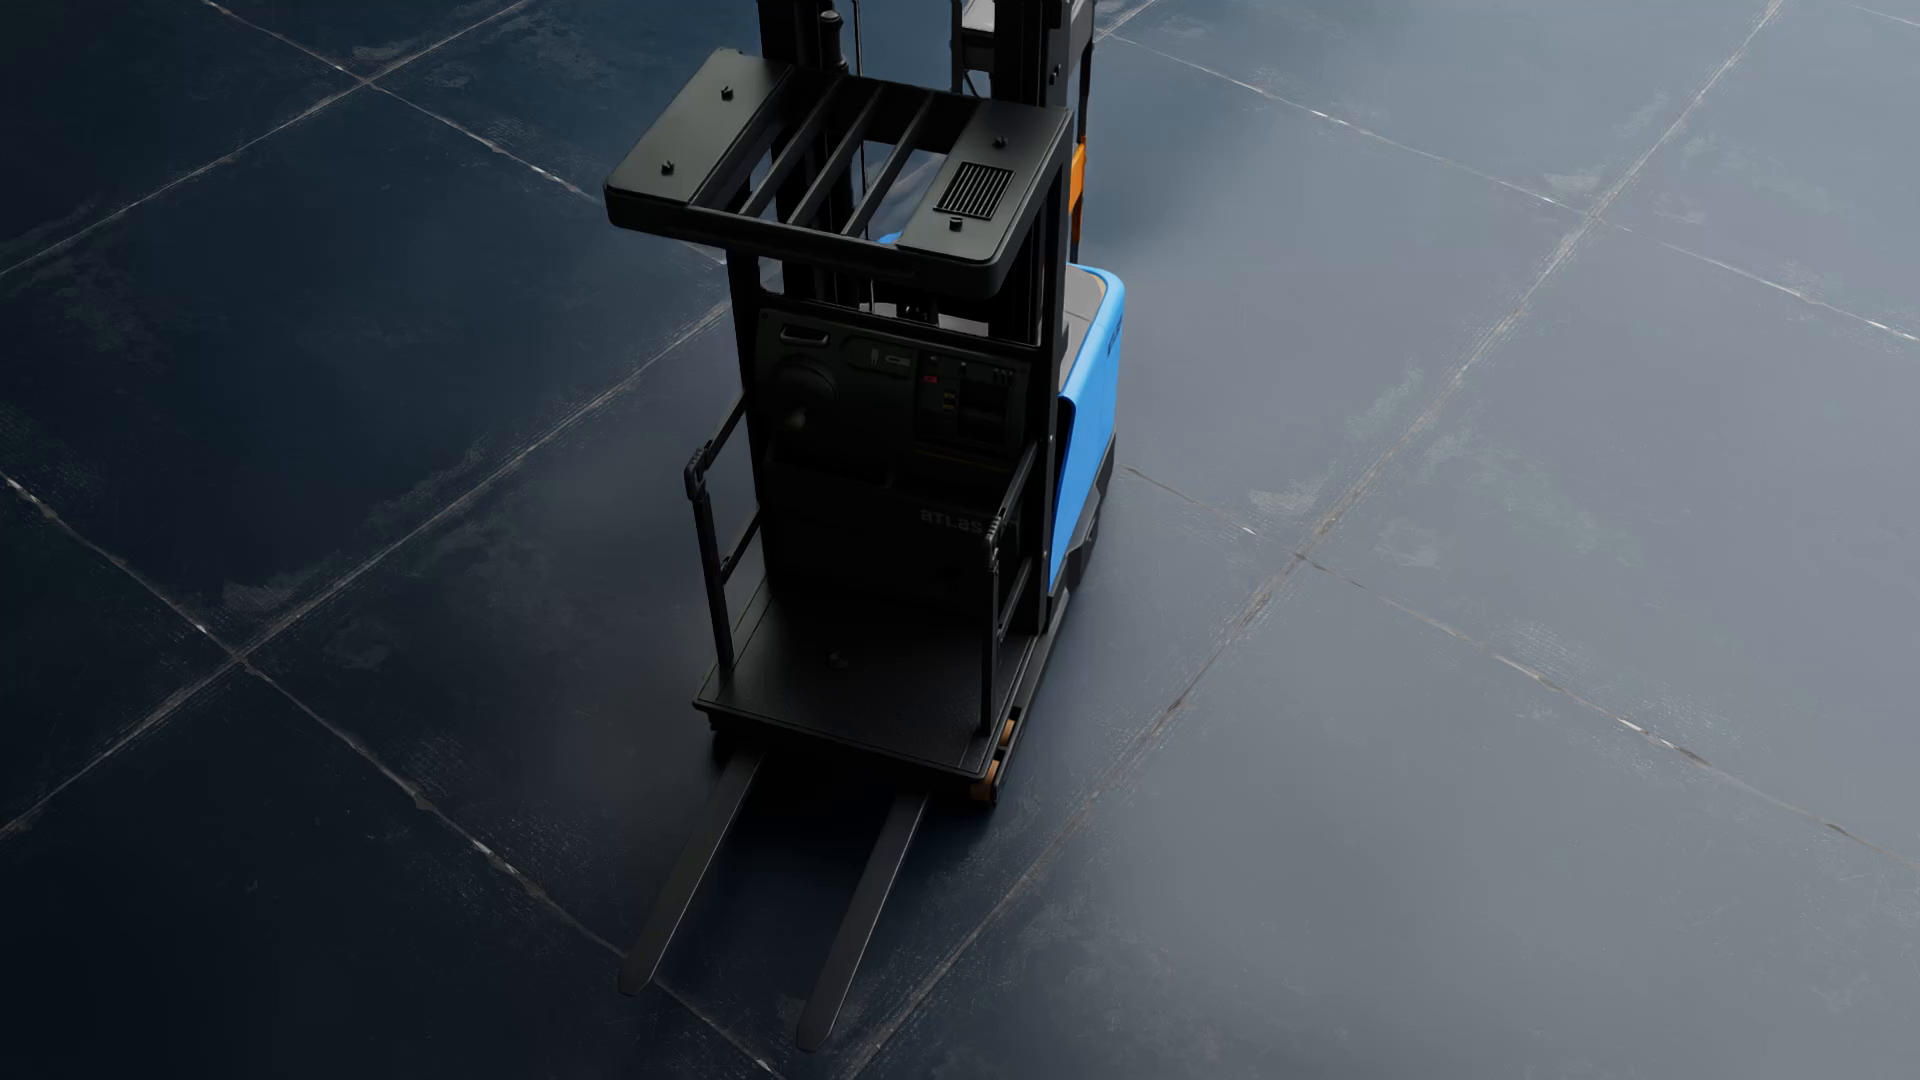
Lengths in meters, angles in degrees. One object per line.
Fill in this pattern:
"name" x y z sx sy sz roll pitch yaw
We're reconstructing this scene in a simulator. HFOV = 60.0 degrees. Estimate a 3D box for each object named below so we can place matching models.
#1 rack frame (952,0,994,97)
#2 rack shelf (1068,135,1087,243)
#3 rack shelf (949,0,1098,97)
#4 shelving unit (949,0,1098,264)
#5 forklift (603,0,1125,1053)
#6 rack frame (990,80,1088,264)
"rack frame" 0.162 -1.168 6.579 0.400 2.100 0.015 13 48 12
"rack shelf" 0.239 -1.326 6.749 0.431 0.518 0.480 13 48 12
"rack shelf" 0.239 -1.810 6.242 0.431 0.518 0.480 13 48 12
"shelving unit" 0.239 -1.336 6.739 0.431 2.100 0.503 13 48 12
"forklift" -0.291 -0.399 5.269 1.130 2.935 3.031 13 48 12
"rack frame" 0.315 -1.504 6.899 0.400 2.100 0.015 13 48 12
